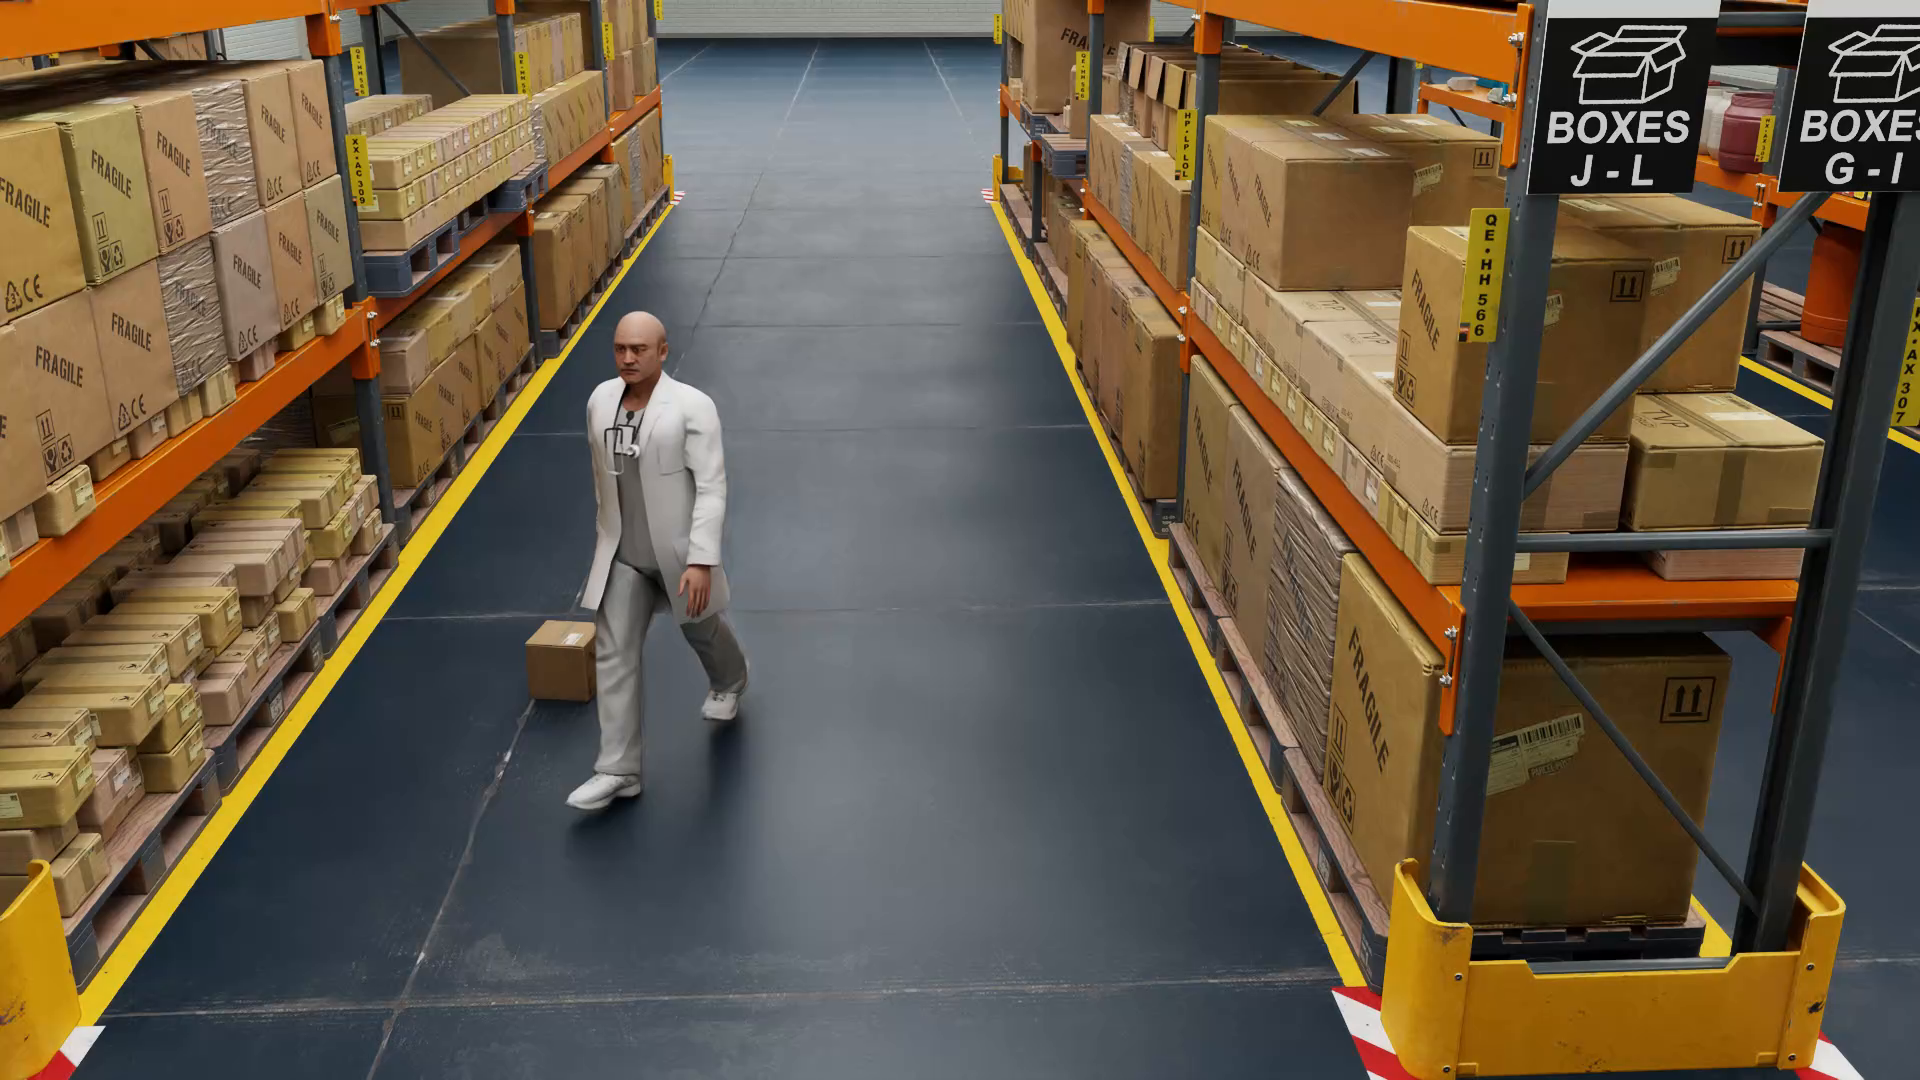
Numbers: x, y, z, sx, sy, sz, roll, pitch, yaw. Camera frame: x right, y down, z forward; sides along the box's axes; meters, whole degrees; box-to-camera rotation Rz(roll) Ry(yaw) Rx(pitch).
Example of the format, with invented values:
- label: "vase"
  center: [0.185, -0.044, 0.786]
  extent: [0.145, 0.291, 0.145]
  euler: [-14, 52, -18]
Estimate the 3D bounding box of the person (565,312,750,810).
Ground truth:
- label: "person"
  center: [-1.101, 0.030, 6.038]
  extent: [0.617, 1.737, 1.147]
  euler: [5, 21, 15]
